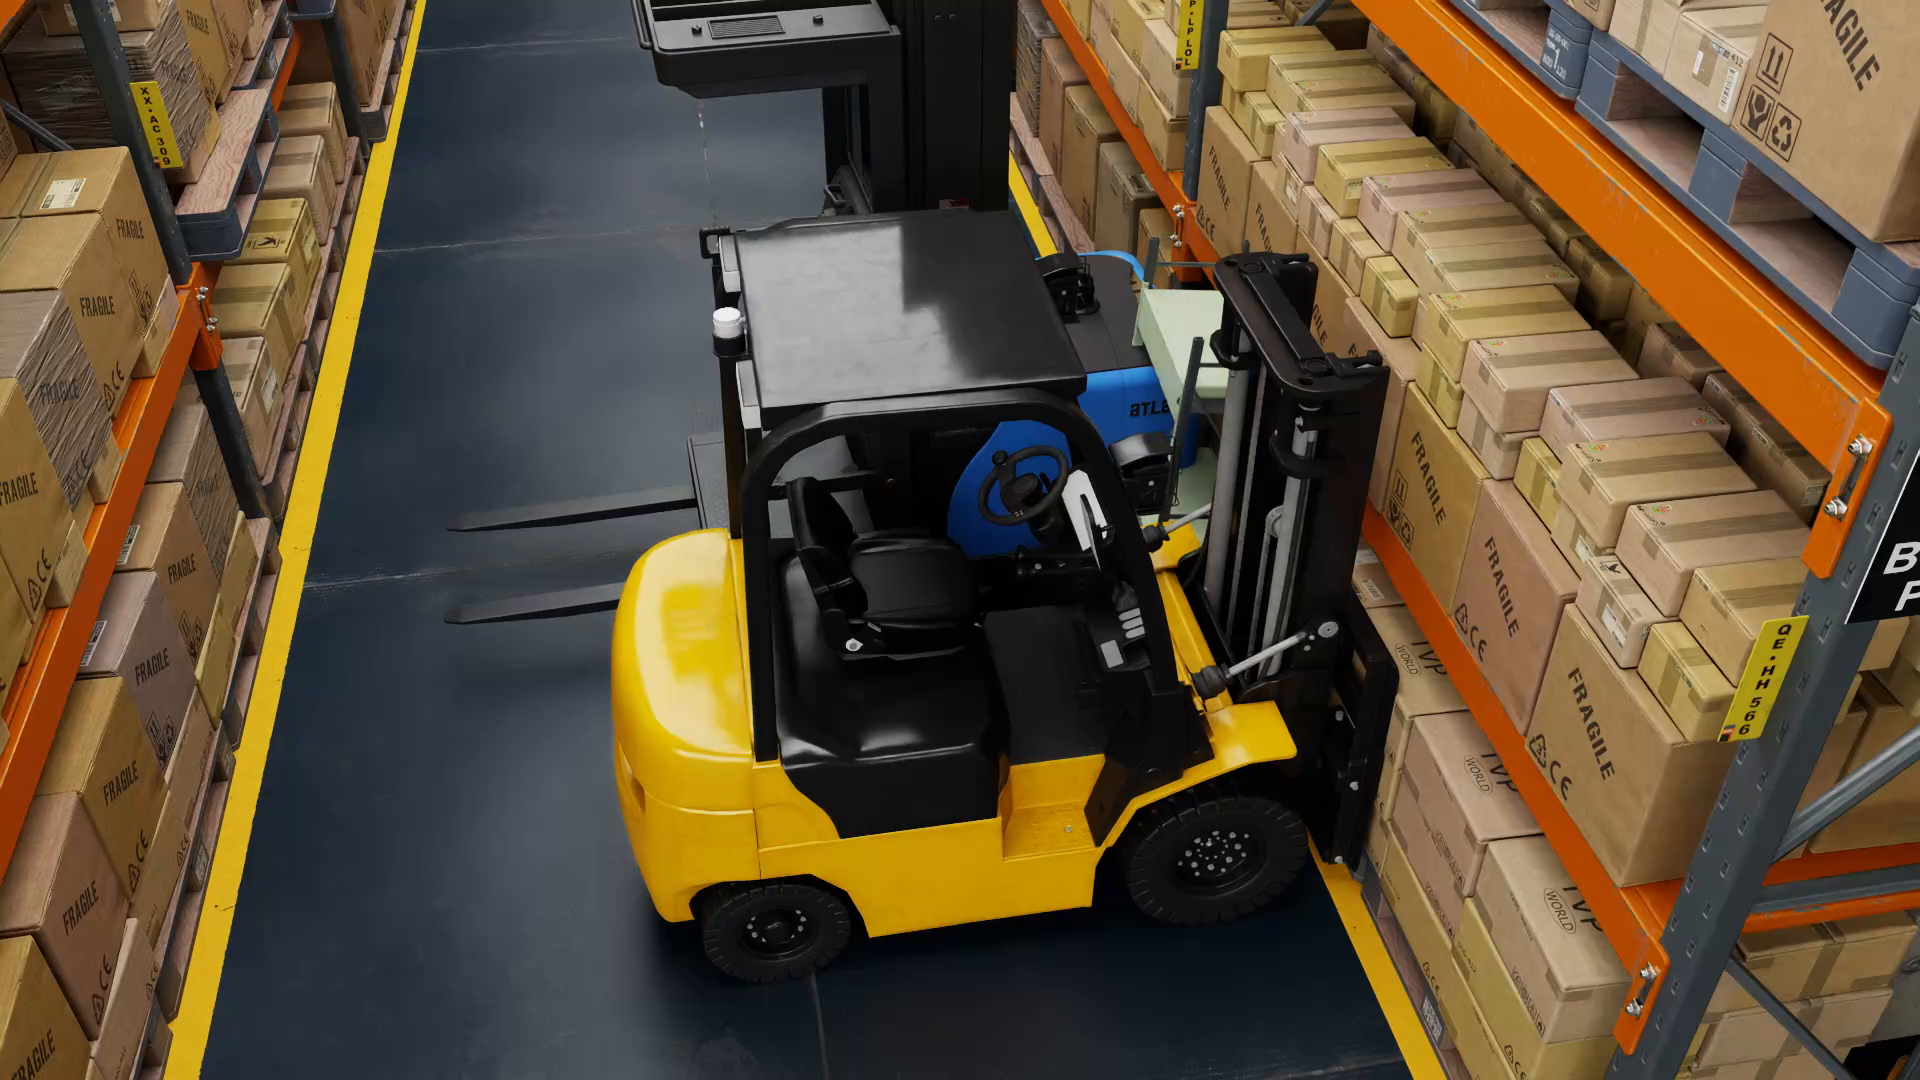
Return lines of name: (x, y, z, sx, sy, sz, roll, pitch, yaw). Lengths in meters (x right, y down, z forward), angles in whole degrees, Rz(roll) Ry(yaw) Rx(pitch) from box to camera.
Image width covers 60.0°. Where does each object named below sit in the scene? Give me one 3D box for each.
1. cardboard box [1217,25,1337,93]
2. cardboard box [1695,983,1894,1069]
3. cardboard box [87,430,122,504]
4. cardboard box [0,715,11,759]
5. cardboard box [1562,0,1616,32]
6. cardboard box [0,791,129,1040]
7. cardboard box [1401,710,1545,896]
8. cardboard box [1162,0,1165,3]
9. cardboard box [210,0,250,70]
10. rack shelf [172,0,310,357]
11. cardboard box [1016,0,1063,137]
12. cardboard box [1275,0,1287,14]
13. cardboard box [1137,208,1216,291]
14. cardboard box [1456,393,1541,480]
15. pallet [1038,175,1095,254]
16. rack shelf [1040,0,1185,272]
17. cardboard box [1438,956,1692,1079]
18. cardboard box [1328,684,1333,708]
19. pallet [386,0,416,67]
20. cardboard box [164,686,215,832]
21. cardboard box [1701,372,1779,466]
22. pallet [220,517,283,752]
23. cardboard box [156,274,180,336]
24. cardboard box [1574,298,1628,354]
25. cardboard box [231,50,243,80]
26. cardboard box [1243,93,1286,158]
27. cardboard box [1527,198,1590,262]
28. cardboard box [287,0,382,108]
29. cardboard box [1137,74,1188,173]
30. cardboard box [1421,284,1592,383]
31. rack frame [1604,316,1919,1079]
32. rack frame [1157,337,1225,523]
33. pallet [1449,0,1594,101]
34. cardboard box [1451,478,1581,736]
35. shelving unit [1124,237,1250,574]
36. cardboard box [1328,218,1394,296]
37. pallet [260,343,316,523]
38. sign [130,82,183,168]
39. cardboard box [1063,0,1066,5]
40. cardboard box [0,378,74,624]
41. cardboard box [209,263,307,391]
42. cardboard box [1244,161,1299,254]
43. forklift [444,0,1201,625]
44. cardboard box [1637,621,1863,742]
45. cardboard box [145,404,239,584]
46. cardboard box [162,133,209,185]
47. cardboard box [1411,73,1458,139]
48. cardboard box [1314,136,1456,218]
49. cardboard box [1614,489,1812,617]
cardboard box: (1.198, -1.824, 6.300, 0.380, 0.149, 0.250, -5, 38, -7)
cardboard box: (2.257, 1.197, 4.756, 0.500, 0.250, 0.500, -6, 38, -7)
cardboard box: (-2.915, -0.225, 5.300, 0.380, 0.149, 0.250, -7, 38, -9)
cardboard box: (-2.709, 0.558, 4.292, 0.380, 0.149, 0.250, -5, 38, -7)
cardboard box: (1.736, -1.519, 3.810, 0.700, 0.500, 0.500, -6, 38, -8)
cardboard box: (-2.721, 1.094, 4.684, 0.500, 0.500, 0.500, -8, 38, -10)
cardboard box: (1.652, 0.753, 4.919, 0.500, 0.250, 0.500, -6, 38, -7)
cardboard box: (1.101, -2.421, 7.311, 0.380, 0.149, 0.250, -6, 38, -8)
cardboard box: (-3.414, -2.339, 7.149, 0.500, 0.500, 0.500, -6, 38, -8)
rack shelf: (-3.803, -2.023, 7.996, 1.077, 0.370, 4.000, -6, 38, -8)
cardboard box: (0.828, -2.901, 10.133, 0.875, 0.625, 0.625, -5, 38, -7)
cardboard box: (1.588, -2.334, 7.199, 0.380, 0.149, 0.250, -7, 38, -9)
cardboard box: (1.331, -1.177, 7.914, 0.875, 0.625, 0.625, -5, 38, -6)
cardboard box: (1.614, -0.316, 4.601, 0.380, 0.149, 0.250, -7, 38, -9)
pallet: (1.049, -1.713, 9.283, 1.003, 0.211, 1.213, -6, 38, -8)
rack shelf: (1.083, -2.559, 8.686, 1.077, 0.370, 4.000, -6, 38, -8)
cardboard box: (1.742, 1.451, 4.836, 0.500, 0.250, 0.500, -6, 38, -8)
cardboard box: (1.469, 0.327, 5.876, 0.500, 0.250, 0.500, -6, 38, -8)
pallet: (-4.428, -3.634, 11.755, 1.003, 0.211, 1.213, -6, 38, -8)
cardboard box: (-2.896, 0.777, 5.704, 0.500, 0.250, 0.500, -6, 38, -7)
cardboard box: (2.185, -0.329, 4.376, 0.380, 0.149, 0.250, -6, 38, -8)
pallet: (-3.300, 0.404, 6.558, 1.003, 0.211, 1.213, -6, 38, -8)
cardboard box: (-3.096, -0.839, 6.089, 0.380, 0.149, 0.250, -7, 38, -8)
cardboard box: (2.085, -0.676, 5.065, 0.380, 0.149, 0.250, -6, 38, -8)
cardboard box: (-3.444, -2.158, 7.445, 0.380, 0.149, 0.250, -6, 38, -8)
cardboard box: (1.278, -1.554, 6.195, 0.380, 0.149, 0.250, -5, 38, -7)
cardboard box: (1.994, -0.955, 5.181, 0.380, 0.149, 0.250, -5, 38, -7)
cardboard box: (-4.193, -3.268, 10.401, 0.875, 0.875, 0.875, -7, 38, -8)
cardboard box: (1.088, -1.852, 7.312, 0.500, 0.250, 0.500, -5, 38, -7)
cardboard box: (1.542, -0.586, 4.707, 0.380, 0.149, 0.250, -6, 38, -7)
rack frame: (2.135, 0.781, 3.800, 1.000, 3.000, 0.127, -6, 38, -8)
rack frame: (0.924, -0.082, 6.086, 0.400, 1.500, 0.023, 0, 37, -8)
pallet: (1.819, -1.537, 4.411, 1.003, 0.211, 1.213, -6, 38, -8)
cardboard box: (1.709, 0.158, 4.520, 0.500, 0.500, 0.500, -5, 38, -7)
shelving unit: (0.884, -0.303, 6.374, 0.431, 1.500, 0.755, 0, 37, -8)
cardboard box: (1.427, -0.934, 5.397, 0.380, 0.149, 0.250, -7, 38, -9)
pallet: (-3.590, -0.468, 7.680, 1.003, 0.211, 1.213, -6, 38, -8)
sign: (-2.919, -1.504, 6.035, 0.100, 0.325, 0.005, -6, 38, -8)
cardboard box: (0.750, -3.083, 8.896, 0.500, 0.250, 0.500, -7, 38, -9)
cardboard box: (-2.843, -0.082, 4.587, 0.500, 0.500, 0.500, -7, 38, -9)
cardboard box: (-3.676, -0.978, 7.863, 0.950, 0.372, 0.625, -4, 38, -5)
cardboard box: (1.362, -1.066, 6.096, 0.500, 0.500, 0.500, -6, 38, -7)
forklift: (-0.609, -1.071, 6.239, 3.031, 2.935, 1.130, -8, 39, -10)
cardboard box: (1.798, 0.306, 3.801, 0.380, 0.149, 0.250, -6, 38, -7)
cardboard box: (-3.084, -0.147, 6.282, 0.500, 0.500, 0.500, -7, 38, -9)
cardboard box: (-3.238, -1.534, 6.642, 0.380, 0.149, 0.250, -6, 38, -7)
cardboard box: (1.850, -1.574, 5.978, 0.380, 0.149, 0.250, -7, 38, -8)
cardboard box: (1.402, -1.202, 5.500, 0.380, 0.149, 0.250, -7, 38, -9)
cardboard box: (1.791, 0.028, 3.916, 0.380, 0.149, 0.250, -6, 38, -8)
